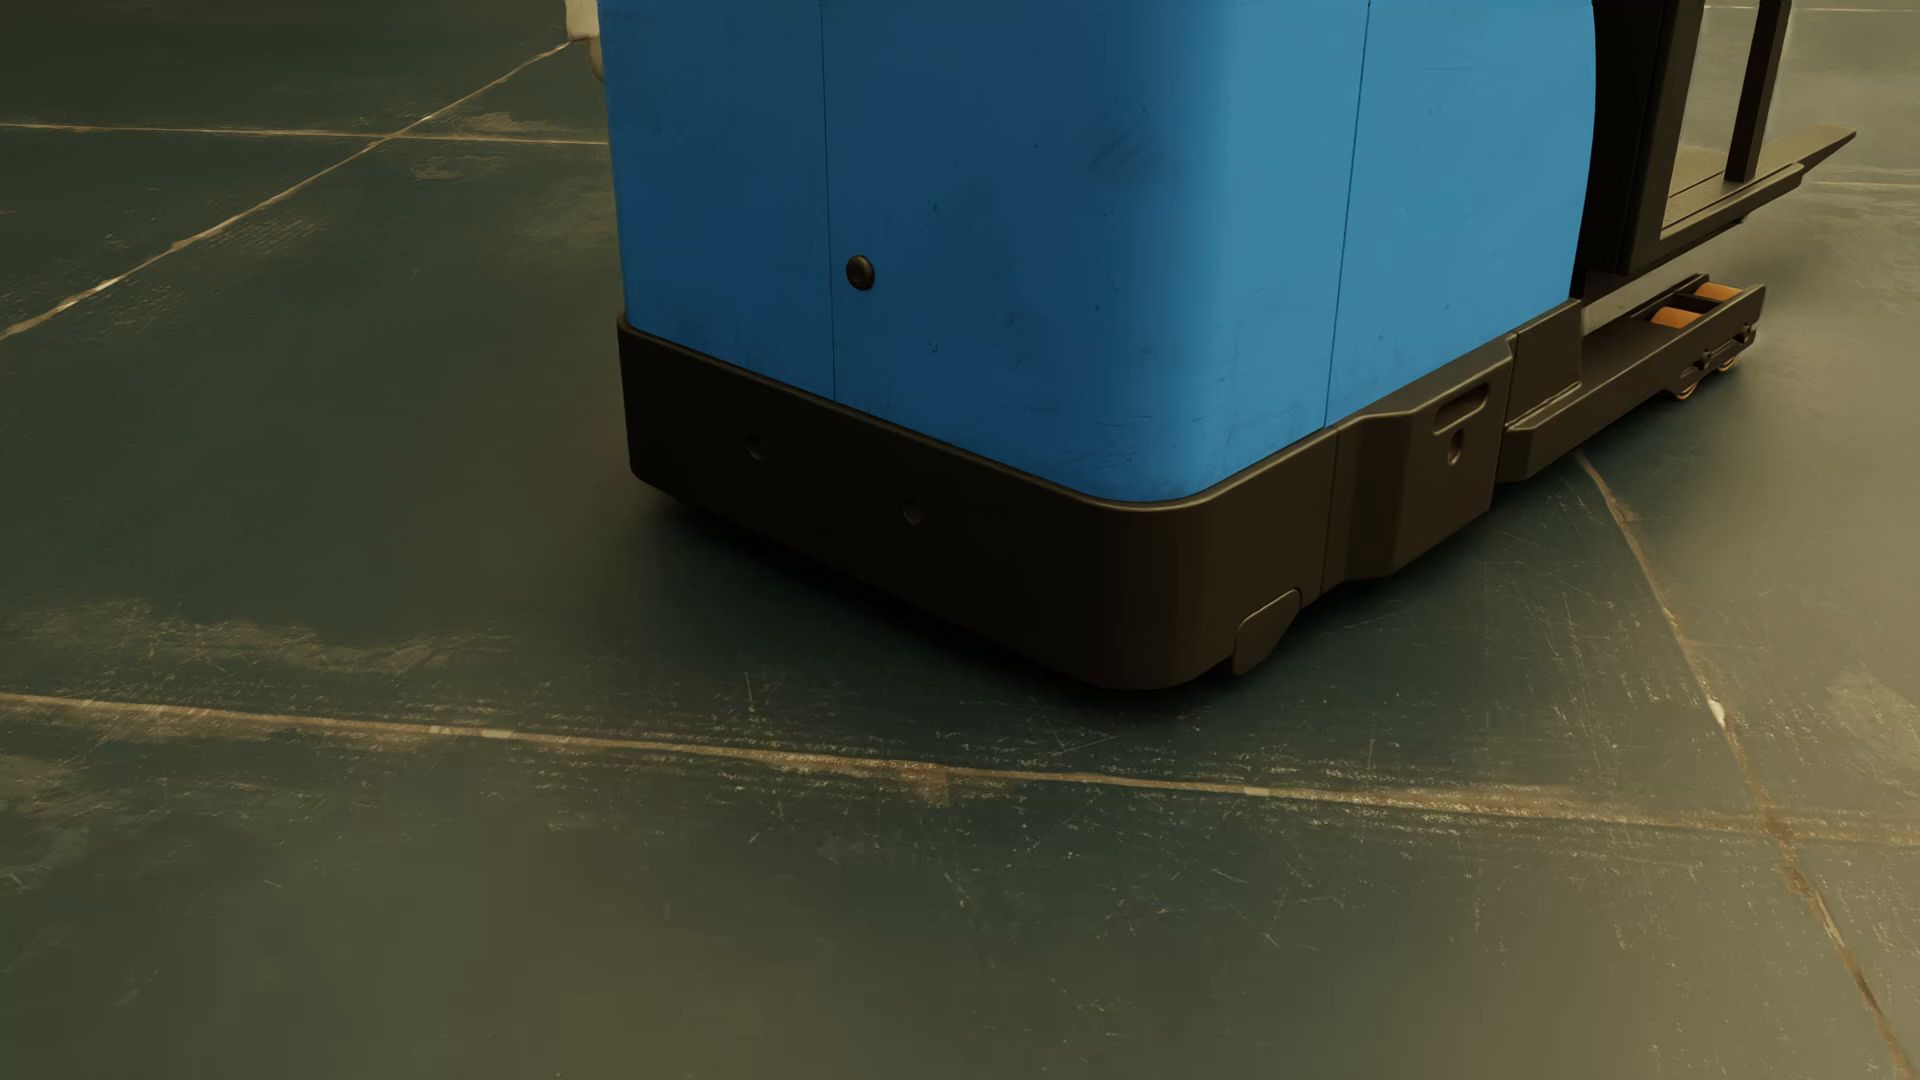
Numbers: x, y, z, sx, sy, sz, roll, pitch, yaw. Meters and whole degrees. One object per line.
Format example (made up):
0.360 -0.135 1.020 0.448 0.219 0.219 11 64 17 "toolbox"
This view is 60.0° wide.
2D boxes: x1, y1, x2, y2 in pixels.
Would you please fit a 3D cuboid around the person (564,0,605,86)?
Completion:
-0.229 -0.897 2.803 0.857 1.465 0.738 0 27 -1 "person"

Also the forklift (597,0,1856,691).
0.861 -1.702 2.628 1.130 2.935 3.031 23 34 38 "forklift"
